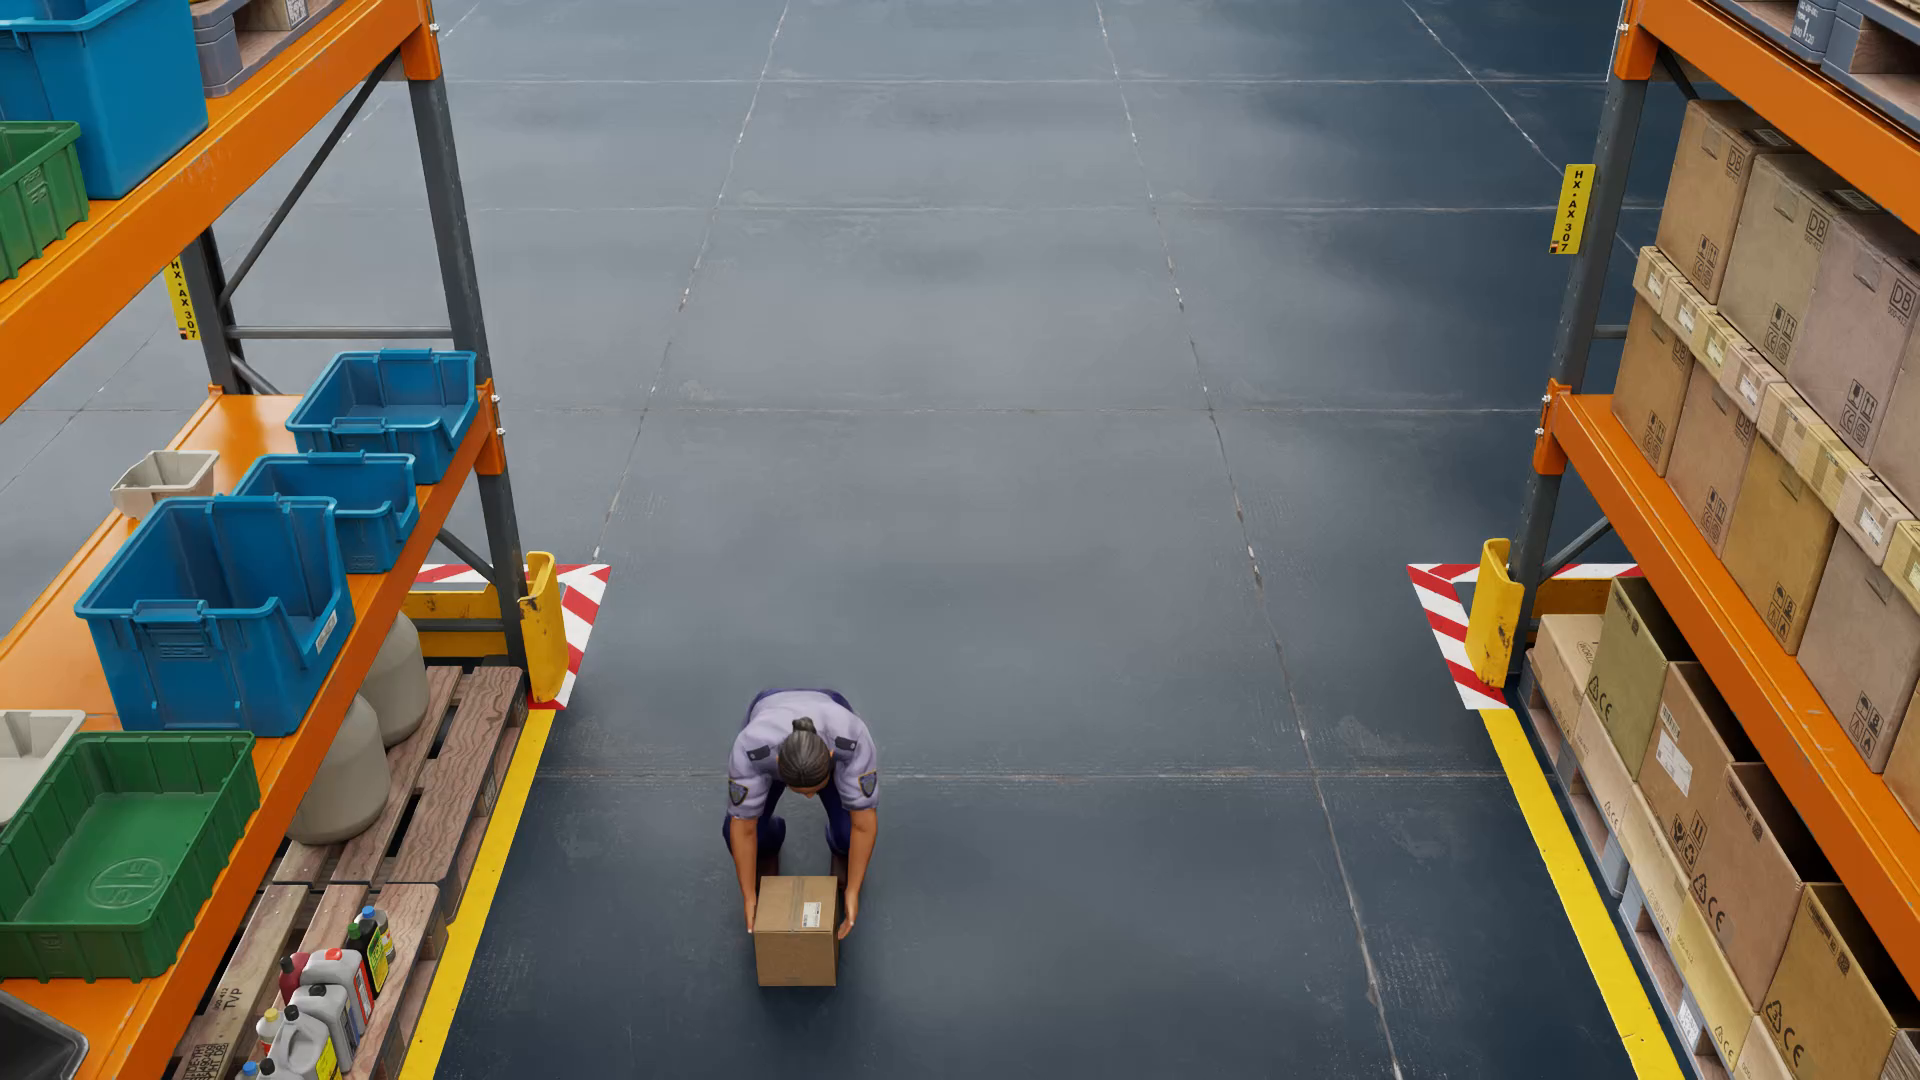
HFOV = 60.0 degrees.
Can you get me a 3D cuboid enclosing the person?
[{"bbox_3d":[-0.537,0.478,5.399,0.453,1.624,0.519,0,32,1],"label":"person"}]
